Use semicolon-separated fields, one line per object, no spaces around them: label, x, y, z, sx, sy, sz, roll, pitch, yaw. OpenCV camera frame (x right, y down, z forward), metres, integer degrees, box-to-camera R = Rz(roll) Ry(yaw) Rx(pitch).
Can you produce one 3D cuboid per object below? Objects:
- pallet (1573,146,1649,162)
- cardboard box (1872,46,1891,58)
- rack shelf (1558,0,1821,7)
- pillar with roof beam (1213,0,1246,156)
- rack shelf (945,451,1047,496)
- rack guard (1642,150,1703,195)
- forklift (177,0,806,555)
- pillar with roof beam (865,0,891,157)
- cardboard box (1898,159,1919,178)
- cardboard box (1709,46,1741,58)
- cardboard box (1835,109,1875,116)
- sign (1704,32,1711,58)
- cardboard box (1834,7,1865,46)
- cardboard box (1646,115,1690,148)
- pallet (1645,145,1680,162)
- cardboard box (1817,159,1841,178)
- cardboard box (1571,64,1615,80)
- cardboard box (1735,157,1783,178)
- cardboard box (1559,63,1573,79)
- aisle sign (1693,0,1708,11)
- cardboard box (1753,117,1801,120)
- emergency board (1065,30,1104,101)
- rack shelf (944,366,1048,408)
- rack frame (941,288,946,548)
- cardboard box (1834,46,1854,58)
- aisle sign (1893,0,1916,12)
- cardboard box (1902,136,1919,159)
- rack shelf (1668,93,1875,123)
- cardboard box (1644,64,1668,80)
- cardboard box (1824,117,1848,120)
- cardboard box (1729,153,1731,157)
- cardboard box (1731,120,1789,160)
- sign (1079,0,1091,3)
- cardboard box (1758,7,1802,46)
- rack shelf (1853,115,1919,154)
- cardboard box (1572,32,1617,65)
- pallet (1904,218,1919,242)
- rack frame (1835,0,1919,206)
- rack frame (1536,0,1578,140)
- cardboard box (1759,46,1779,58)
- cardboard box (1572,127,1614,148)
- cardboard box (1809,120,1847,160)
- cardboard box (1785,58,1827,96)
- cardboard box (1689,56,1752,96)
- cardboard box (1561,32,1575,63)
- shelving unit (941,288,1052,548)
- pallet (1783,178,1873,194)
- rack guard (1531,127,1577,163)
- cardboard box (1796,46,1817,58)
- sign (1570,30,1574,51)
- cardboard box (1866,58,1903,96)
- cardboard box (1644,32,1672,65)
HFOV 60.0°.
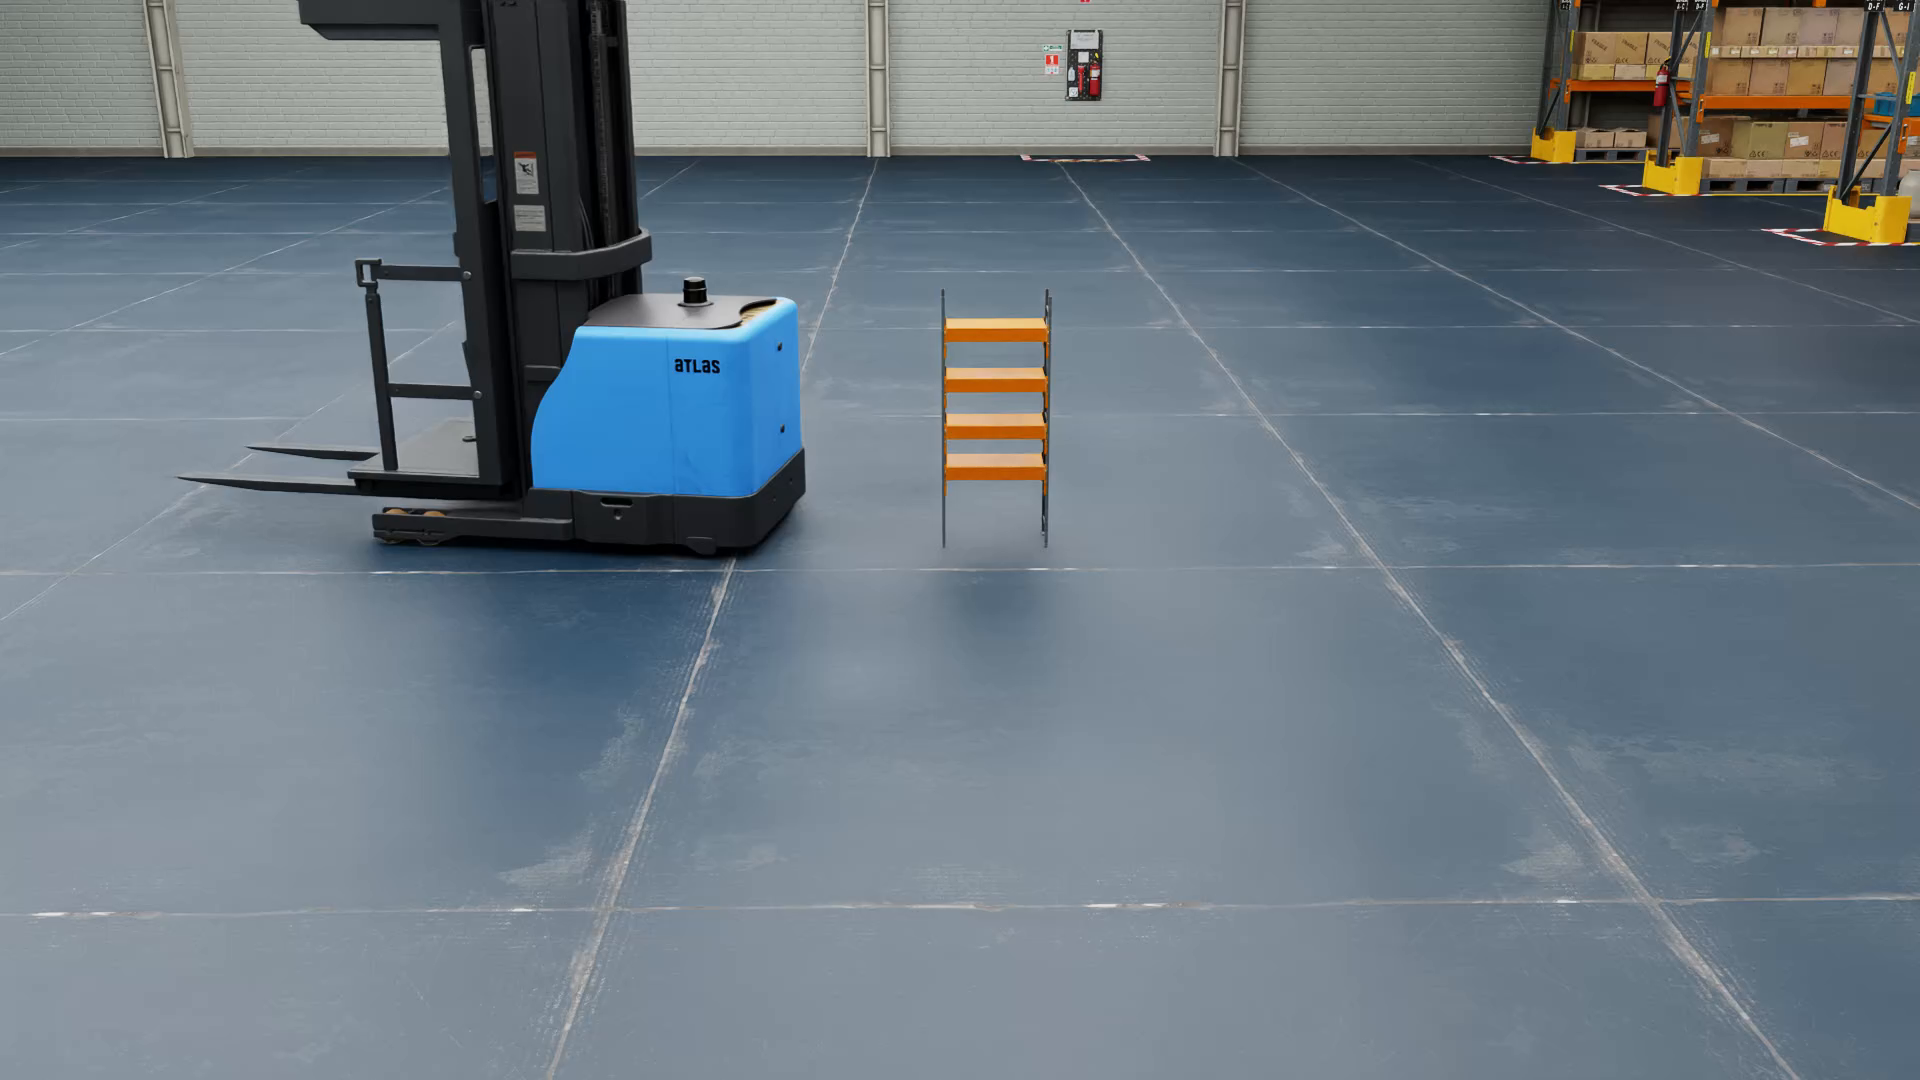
pallet;10.803;-6.520;28.028;1.213;0.211;1.003;0;18;-1
cardboard box;12.457;-6.645;22.626;0.250;0.149;0.380;0;18;1
rack shelf;11.913;-8.950;27.304;4.000;0.370;1.077;0;18;-1
pillar with roof beam;4.669;-9.635;23.351;0.400;9.000;9.100;0;18;-1
rack shelf;0.166;-0.319;7.948;0.480;0.148;0.258;0;18;-1
rack guard;9.972;-5.151;23.287;0.348;0.500;1.175;0;18;-1
forklift;-2.362;-1.521;7.992;3.031;2.935;1.130;3;18;9
pillar with roof beam;-1.331;-9.606;23.260;0.400;9.000;9.100;0;18;-1
cardboard box;13.035;-5.183;23.108;0.500;0.250;0.500;0;18;-1
cardboard box;10.391;-6.634;22.592;0.250;0.149;0.380;0;18;-1
cardboard box;15.089;-7.262;27.919;0.500;0.250;0.500;-1;18;-2
sign;9.998;-6.622;22.233;0.005;0.325;0.100;0;18;-1
cardboard box;12.046;-7.015;22.717;0.500;0.500;0.700;0;18;-1
cardboard box;11.911;-6.841;27.833;0.500;0.500;0.700;-1;18;-4
pallet;12.019;-6.525;28.043;1.213;0.211;1.003;0;18;-1
cardboard box;12.035;-5.174;23.079;0.500;0.250;0.500;0;18;-1
cardboard box;10.407;-7.698;27.347;0.500;0.250;0.500;-1;18;-2
cardboard box;11.035;-5.170;23.069;0.500;0.250;0.500;0;18;-1
cardboard box;10.378;-7.854;27.833;0.500;0.250;0.500;0;18;0
aisle sign;9.935;-7.486;22.216;0.004;0.787;0.394;0;18;-1
cardboard box;11.527;-5.692;23.467;0.500;0.500;0.500;0;18;-1
emergency board;2.129;-8.093;28.365;0.643;1.169;0.194;0;18;-1
rack shelf;0.166;-0.721;7.819;0.480;0.148;0.258;0;18;-1
rack frame;-0.078;-0.571;7.863;0.015;1.200;0.240;0;18;-1
cardboard box;11.928;-6.641;22.614;0.250;0.149;0.380;0;18;0
aisle sign;10.003;-5.977;17.512;0.004;0.787;0.394;0;18;-1
cardboard box;13.035;-5.541;22.996;0.500;0.500;0.500;0;18;-1
rack shelf;11.995;-6.009;23.046;4.000;0.370;1.077;0;18;-1
cardboard box;11.435;-7.705;27.370;0.500;0.250;0.500;-1;18;-2
cardboard box;12.527;-5.697;23.483;0.500;0.500;0.500;0;18;-1
cardboard box;11.027;-5.331;23.570;0.500;0.250;0.500;0;18;-1
cardboard box;11.035;-5.527;22.953;0.500;0.500;0.500;0;18;-1
sign;2.120;-9.227;28.106;0.199;0.298;0.001;0;18;-1
cardboard box;11.041;-7.010;22.701;0.500;0.500;0.700;-1;18;-2
rack shelf;12.070;-4.496;18.329;4.000;0.370;1.077;0;18;-1
cardboard box;10.396;-8.060;27.248;0.500;0.500;0.500;0;18;-1
pallet;10.958;-3.518;18.669;1.213;0.211;1.003;0;18;-1
rack frame;10.070;-4.829;18.190;0.127;3.000;1.000;0;18;-1
rack frame;9.914;-7.854;27.622;0.127;3.000;1.000;0;18;-1
cardboard box;10.905;-6.637;22.601;0.250;0.149;0.380;0;18;-1
cardboard box;10.607;-6.760;27.890;0.500;0.311;0.500;-2;18;-7
cardboard box;12.035;-5.530;22.963;0.500;0.500;0.500;0;18;-1
cardboard box;11.484;-6.392;22.900;0.500;0.500;0.700;0;18;0
cardboard box;10.463;-6.388;22.885;0.500;0.500;0.700;0;18;-1
cardboard box;10.382;-8.217;27.737;0.500;0.500;0.500;0;18;-1
shelving unit;0.166;-0.572;7.867;0.503;1.200;0.258;0;18;-1
pallet;11.976;-5.035;23.398;1.213;0.211;1.003;0;18;-1
rack guard;9.990;-6.665;28.005;0.348;0.500;1.175;0;18;-1
cardboard box;11.424;-6.640;22.609;0.250;0.149;0.380;-1;18;-3
sign;9.922;-8.101;26.973;0.005;0.325;0.100;0;18;-1
cardboard box;12.523;-6.399;22.920;0.500;0.500;0.700;0;18;0
cardboard box;11.407;-8.060;27.248;0.500;0.500;0.500;-1;18;-3
